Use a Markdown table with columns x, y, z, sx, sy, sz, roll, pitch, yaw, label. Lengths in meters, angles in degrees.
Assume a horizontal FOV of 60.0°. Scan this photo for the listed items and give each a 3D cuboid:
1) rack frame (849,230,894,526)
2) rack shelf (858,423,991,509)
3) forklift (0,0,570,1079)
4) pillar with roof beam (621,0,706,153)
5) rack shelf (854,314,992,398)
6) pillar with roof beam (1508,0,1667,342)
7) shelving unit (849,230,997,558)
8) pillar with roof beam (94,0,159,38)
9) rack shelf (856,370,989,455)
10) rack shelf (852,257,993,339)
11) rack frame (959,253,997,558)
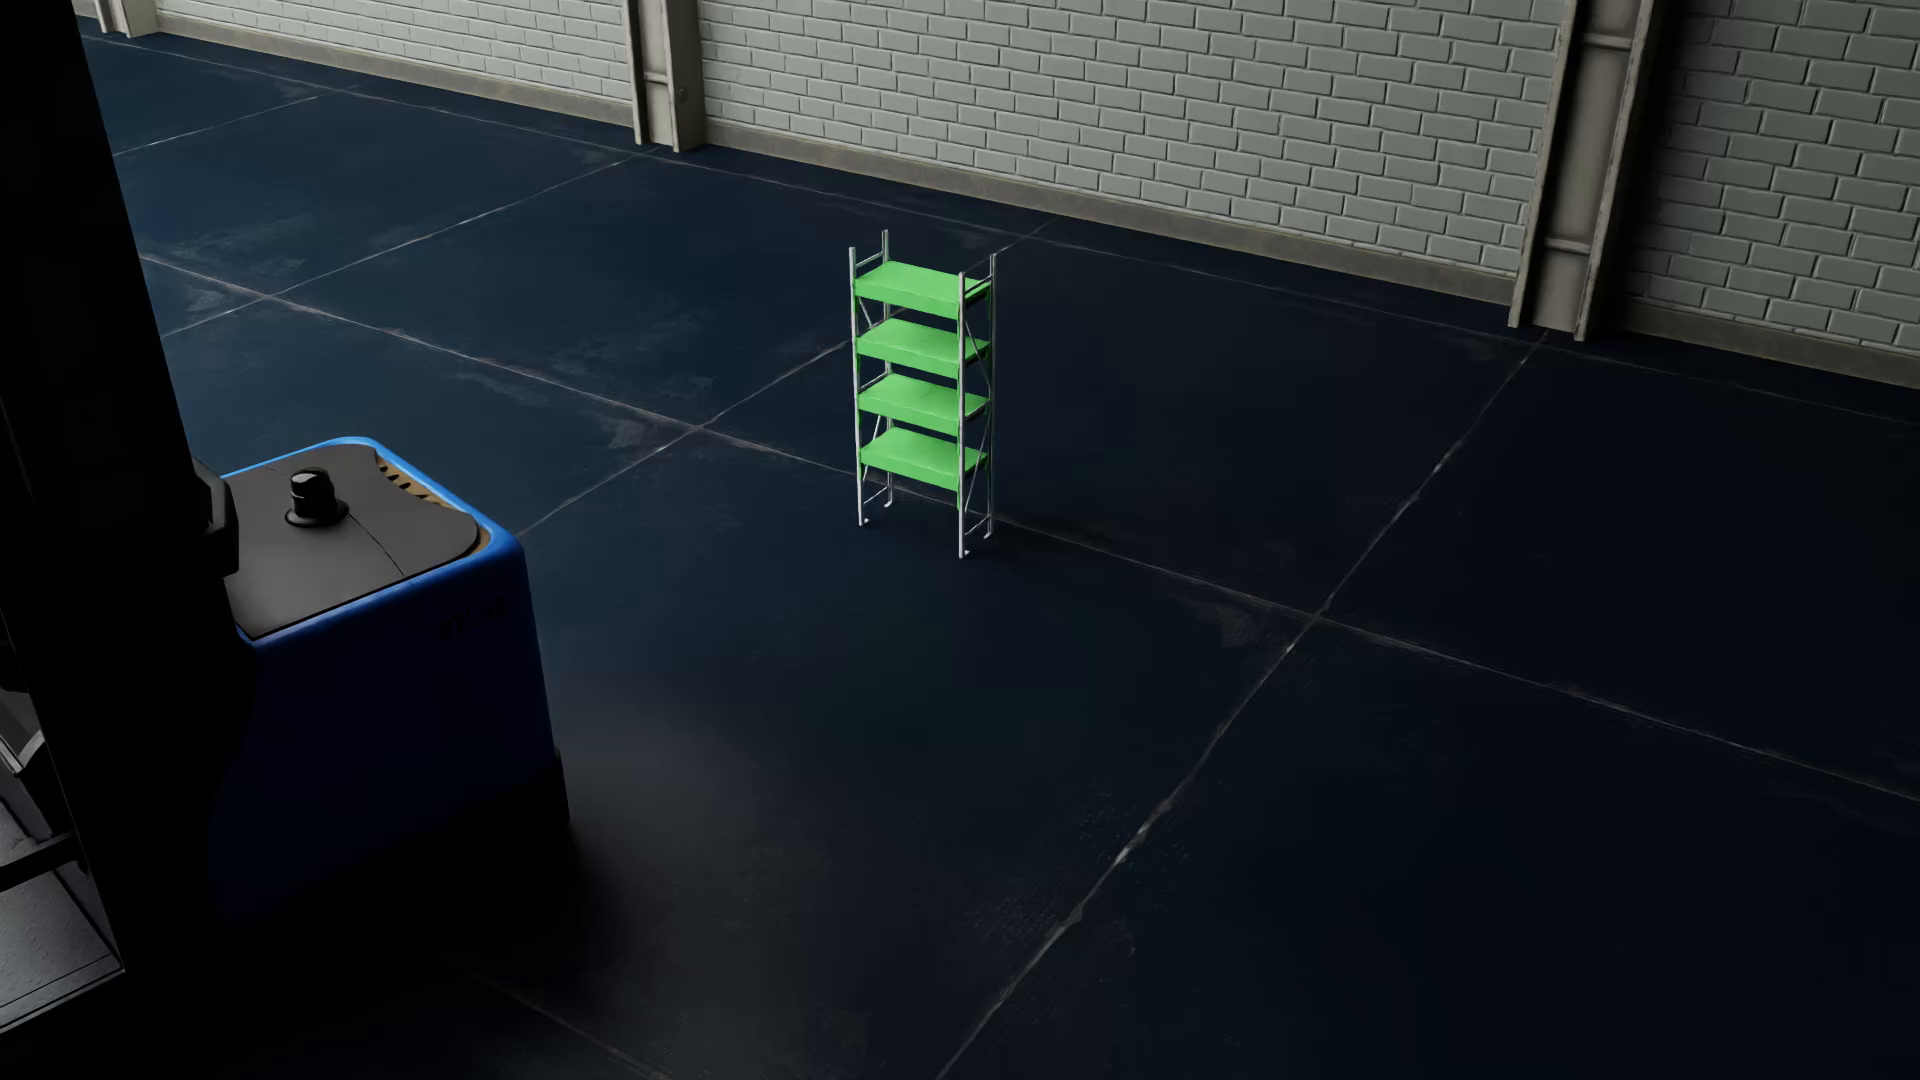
| x | y | z | sx | sy | sz | roll | pitch | yaw | label |
| --- | --- | --- | --- | --- | --- | --- | --- | --- | --- |
| -0.347 | -0.628 | 6.636 | 0.015 | 1.200 | 0.240 | 18 | 35 | 27 | rack frame |
| -0.140 | -0.300 | 6.677 | 0.480 | 0.148 | 0.258 | 18 | 35 | 27 | rack shelf |
| -2.614 | 0.003 | 3.836 | 3.031 | 2.935 | 1.130 | -26 | 39 | -37 | forklift |
| -4.270 | -4.785 | 6.022 | 0.400 | 9.000 | 9.100 | 18 | 35 | 27 | pillar with roof beam |
| -0.140 | -0.715 | 6.435 | 0.480 | 0.148 | 0.258 | 18 | 35 | 27 | rack shelf |
| 0.812 | -3.178 | 3.266 | 0.400 | 9.000 | 9.100 | 18 | 35 | 27 | pillar with roof beam |
| -0.140 | -0.563 | 6.524 | 0.503 | 1.200 | 0.258 | 18 | 35 | 27 | shelving unit |
| -9.352 | -6.392 | 8.777 | 0.400 | 9.000 | 9.100 | 18 | 35 | 27 | pillar with roof beam |
| -0.140 | -0.507 | 6.556 | 0.480 | 0.148 | 0.258 | 18 | 35 | 27 | rack shelf |
| -0.140 | -0.922 | 6.314 | 0.480 | 0.148 | 0.258 | 18 | 35 | 27 | rack shelf |
| 0.066 | -0.497 | 6.412 | 0.015 | 1.200 | 0.240 | 18 | 35 | 27 | rack frame |
